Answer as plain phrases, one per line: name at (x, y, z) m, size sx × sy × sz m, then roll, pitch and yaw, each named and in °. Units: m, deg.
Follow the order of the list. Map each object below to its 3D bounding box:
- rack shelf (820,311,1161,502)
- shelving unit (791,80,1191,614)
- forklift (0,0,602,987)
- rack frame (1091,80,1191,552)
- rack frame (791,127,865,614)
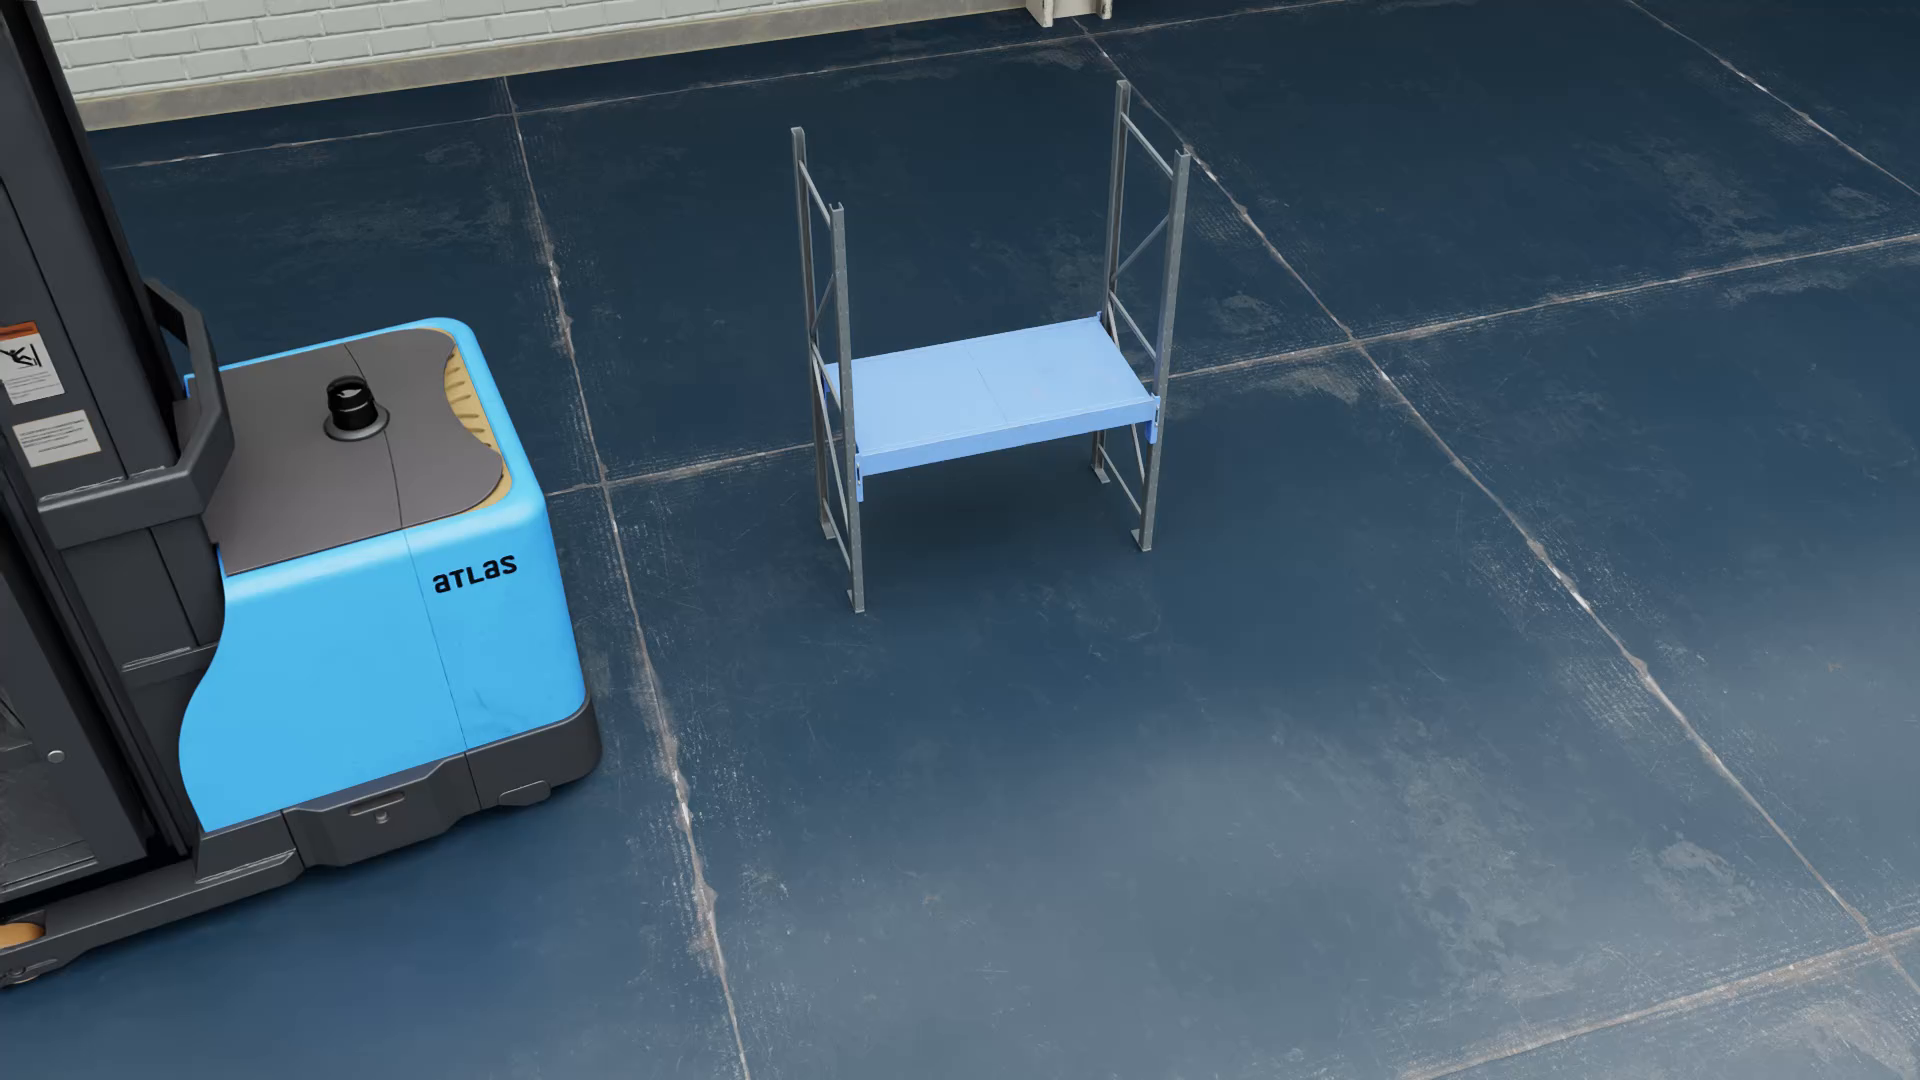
rack shelf at (0.081, -0.446, 5.394) m, size 1.000 × 0.185 × 0.538 m, roll -12°, pitch 42°, yaw -13°
shelving unit at (0.081, -0.582, 5.276) m, size 1.048 × 1.500 × 0.538 m, roll -12°, pitch 42°, yaw -13°
forklift at (-2.618, -0.275, 3.837) m, size 3.031 × 2.935 × 1.130 m, roll -17°, pitch 44°, yaw -18°
rack frame at (0.566, -0.682, 5.391) m, size 0.032 × 1.500 × 0.500 m, roll -12°, pitch 42°, yaw -13°
rack frame at (-0.404, -0.481, 5.161) m, size 0.032 × 1.500 × 0.500 m, roll -12°, pitch 42°, yaw -13°
